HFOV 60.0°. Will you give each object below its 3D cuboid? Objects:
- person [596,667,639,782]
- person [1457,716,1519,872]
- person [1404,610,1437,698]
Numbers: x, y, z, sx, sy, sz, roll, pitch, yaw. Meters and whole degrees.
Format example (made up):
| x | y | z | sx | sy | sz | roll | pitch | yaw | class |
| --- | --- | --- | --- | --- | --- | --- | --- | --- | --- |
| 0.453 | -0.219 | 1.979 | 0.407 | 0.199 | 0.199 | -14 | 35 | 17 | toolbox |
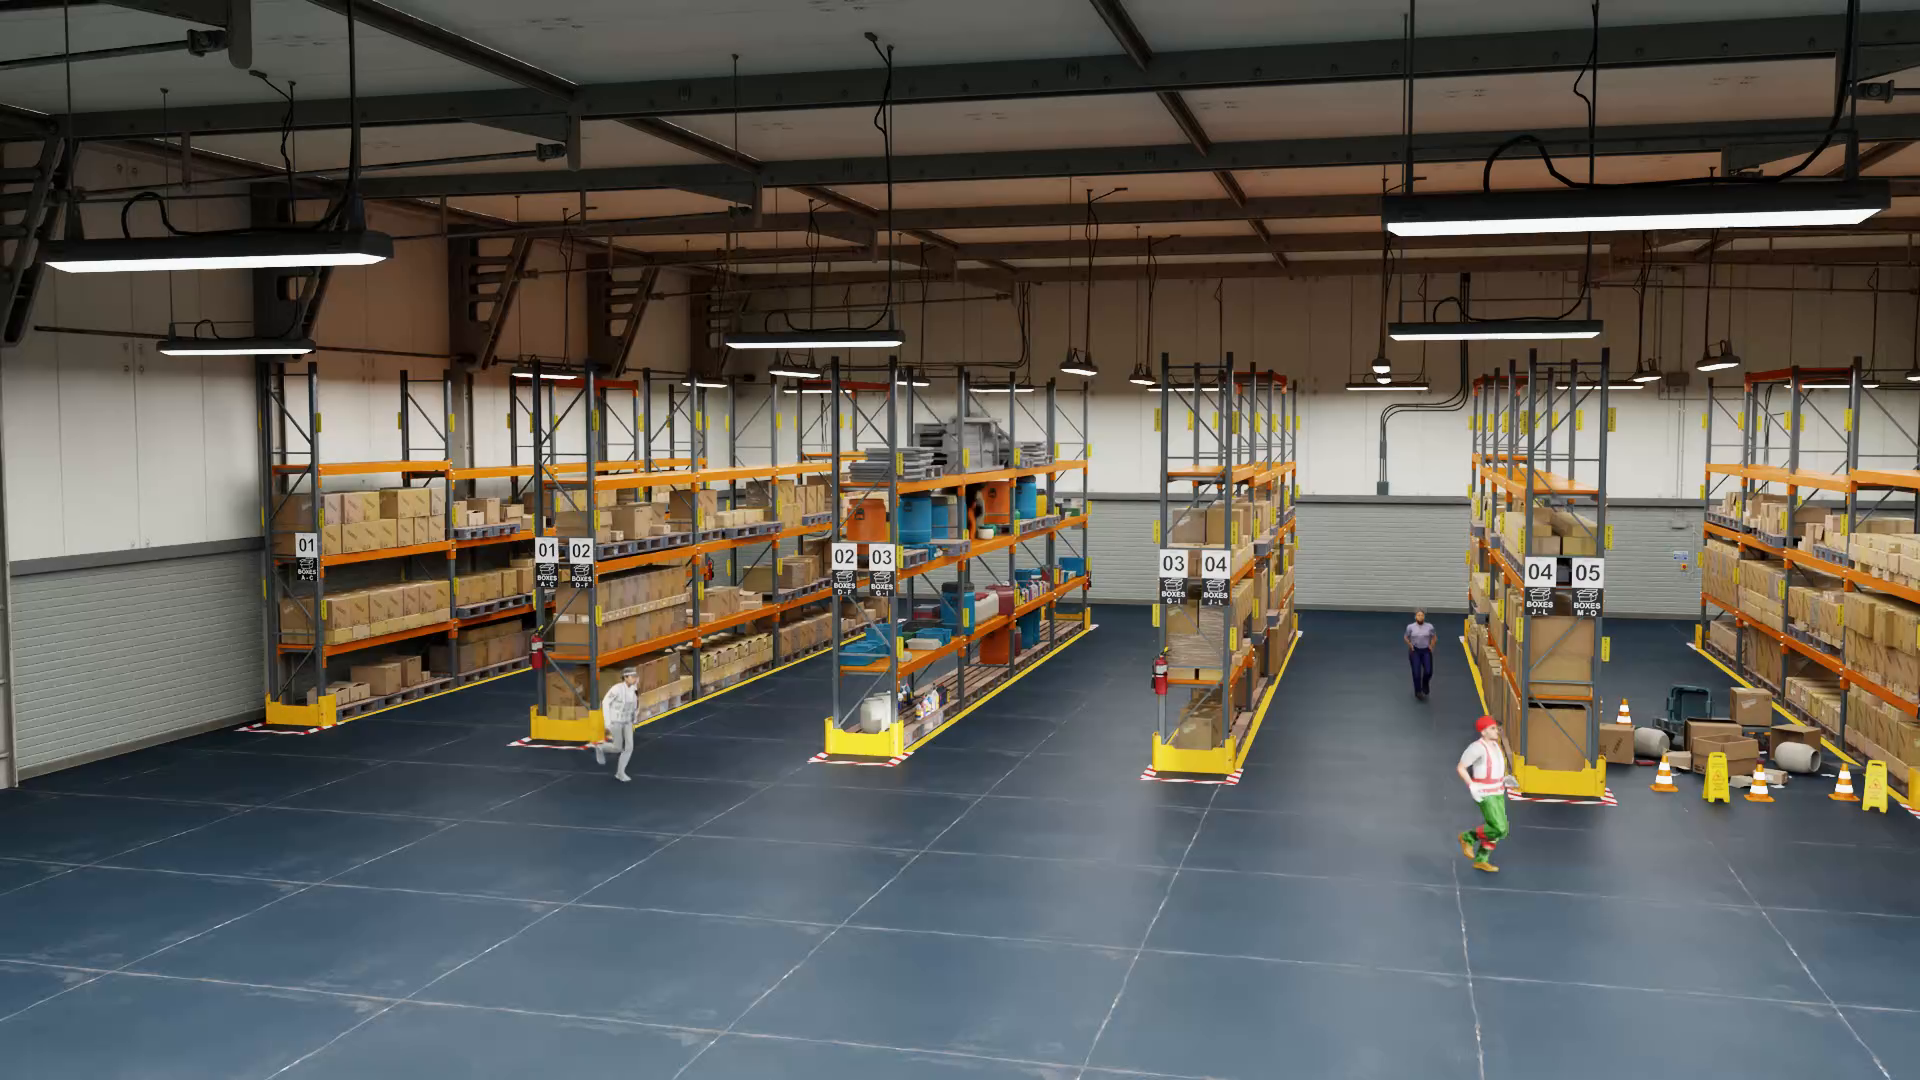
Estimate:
| x | y | z | sx | sy | sz | roll | pitch | yaw | class |
| --- | --- | --- | --- | --- | --- | --- | --- | --- | --- |
| -4.835 | 2.564 | 23.465 | 0.775 | 1.622 | 0.614 | 2 | 5 | 31 | person |
| 5.897 | 2.829 | 18.543 | 0.656 | 1.737 | 0.593 | -4 | 5 | -42 | person |
| 8.372 | 2.074 | 30.214 | 0.581 | 1.602 | 0.536 | 1 | 4 | 10 | person |
